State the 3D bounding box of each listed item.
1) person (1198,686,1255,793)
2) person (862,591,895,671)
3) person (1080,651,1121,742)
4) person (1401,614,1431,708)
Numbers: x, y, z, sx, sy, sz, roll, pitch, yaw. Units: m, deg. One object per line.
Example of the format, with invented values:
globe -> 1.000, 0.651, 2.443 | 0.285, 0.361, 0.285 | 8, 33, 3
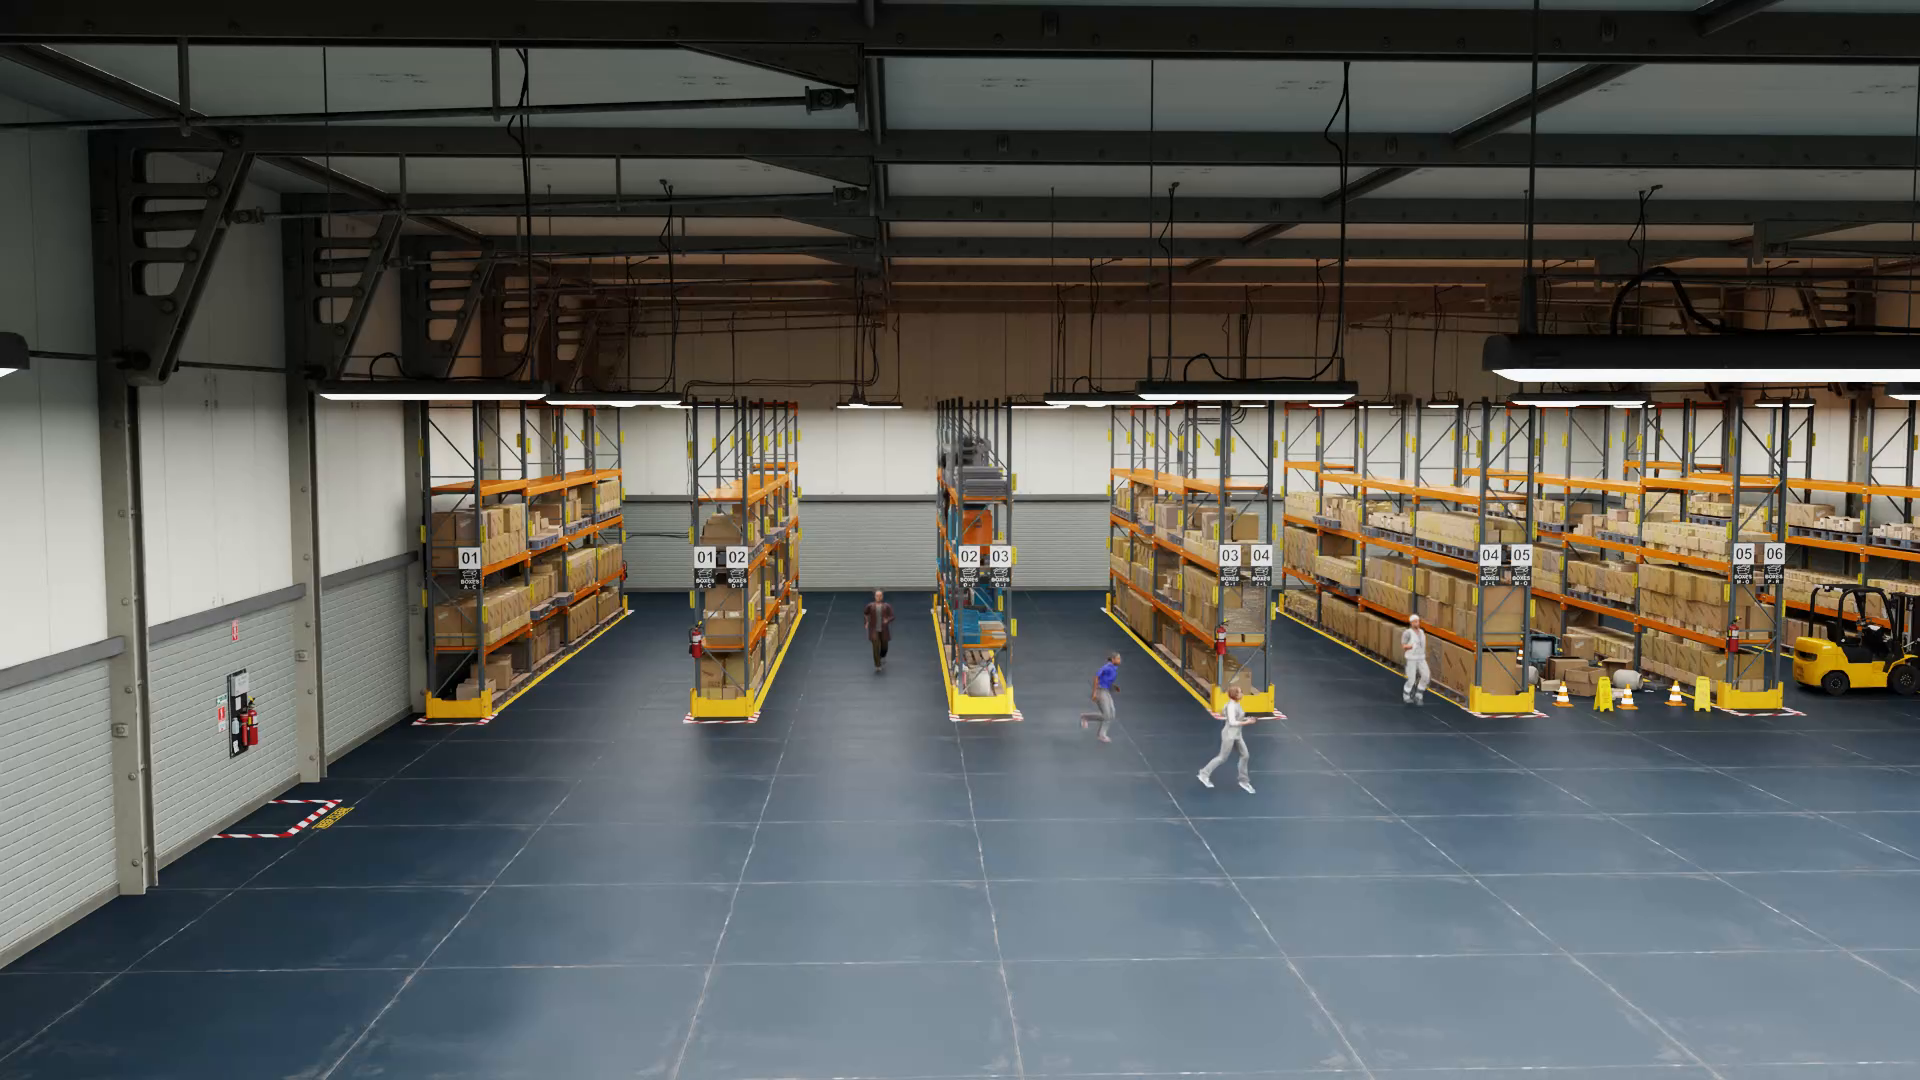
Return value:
person -> 4.046, 2.990, 25.047 | 0.837, 1.628, 0.548 | 2, 5, 23
person -> -1.804, 2.004, 36.851 | 0.720, 1.746, 0.913 | 0, 4, -5
person -> 2.468, 2.712, 28.962 | 0.700, 1.583, 0.556 | 1, 5, 18
person -> 8.848, 2.349, 32.205 | 0.632, 1.814, 0.680 | -1, 5, -17
